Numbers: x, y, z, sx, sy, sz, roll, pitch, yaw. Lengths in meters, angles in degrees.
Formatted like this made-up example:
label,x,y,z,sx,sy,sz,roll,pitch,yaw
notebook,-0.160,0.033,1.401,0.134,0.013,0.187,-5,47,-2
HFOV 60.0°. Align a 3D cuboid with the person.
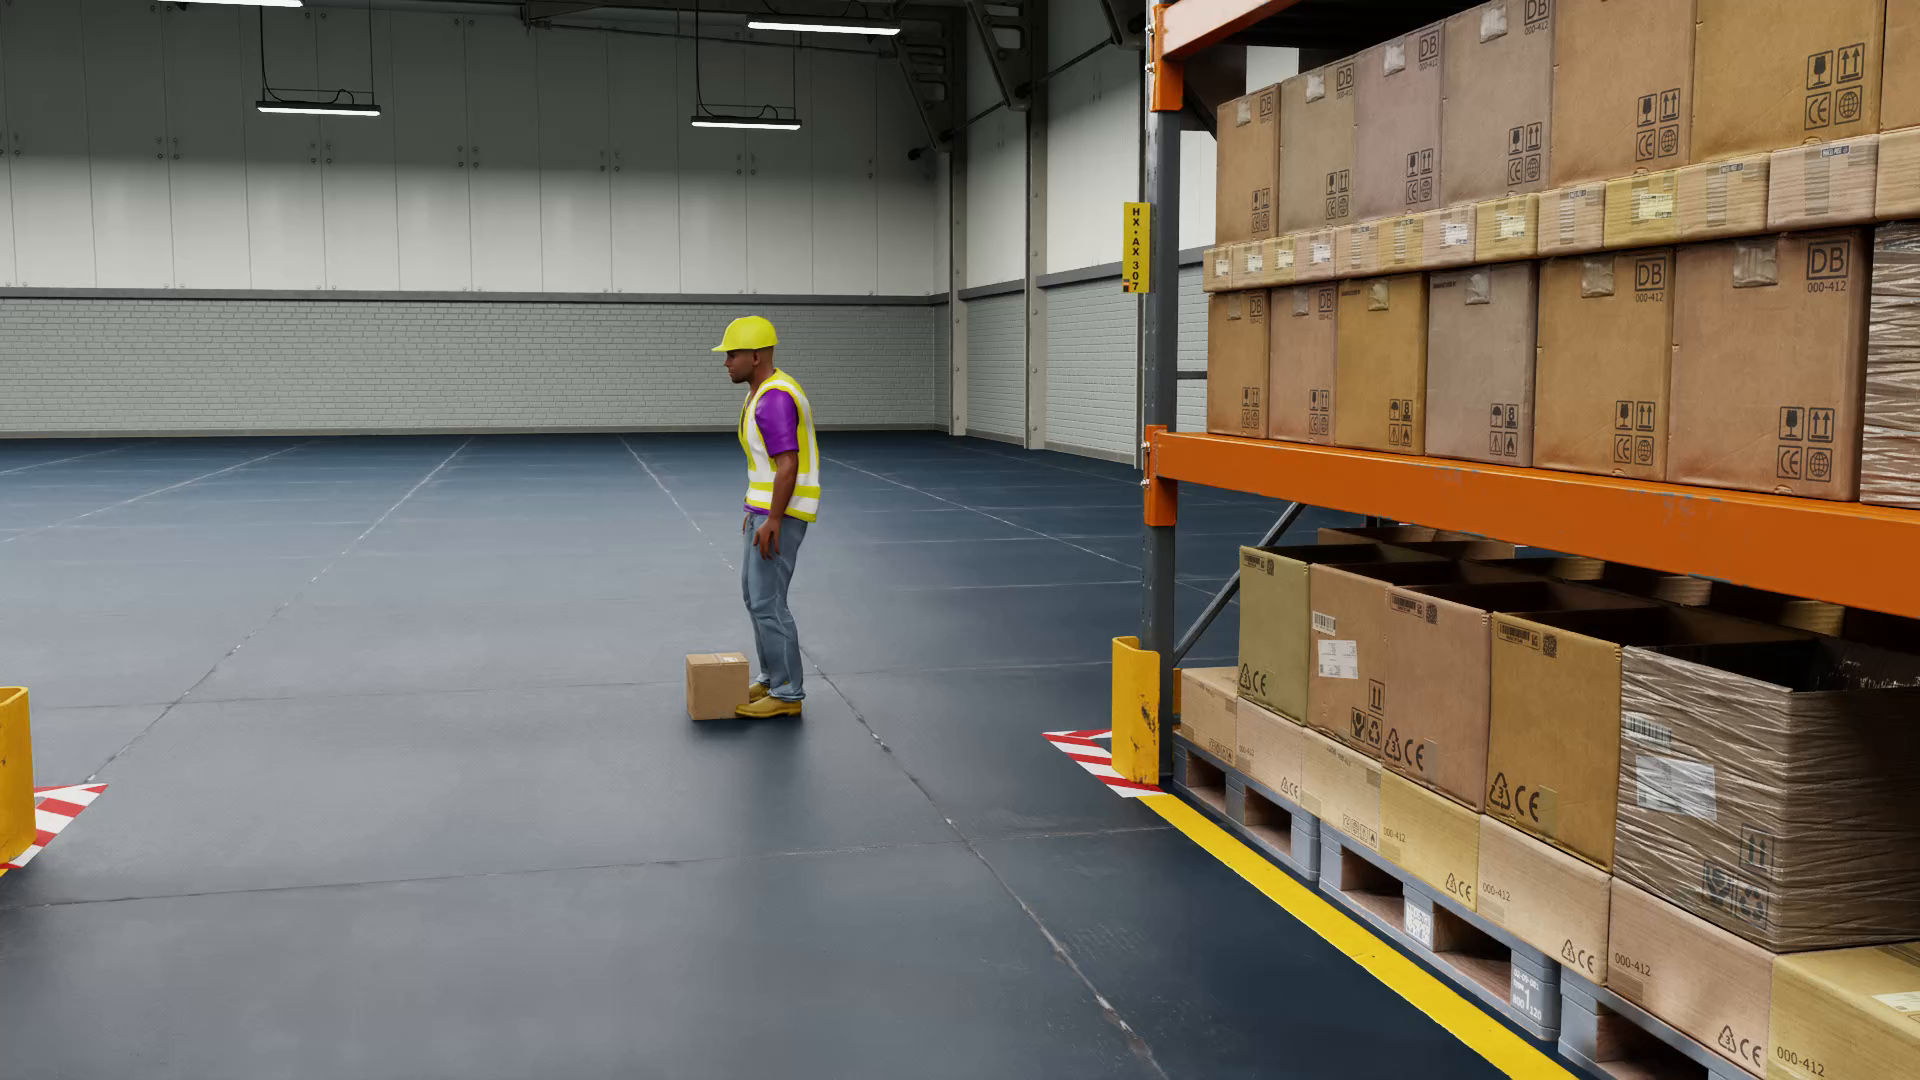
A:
label,x,y,z,sx,sy,sz,roll,pitch,yaw
person,-0.860,-0.108,7.389,0.460,1.760,0.627,-1,6,-13
